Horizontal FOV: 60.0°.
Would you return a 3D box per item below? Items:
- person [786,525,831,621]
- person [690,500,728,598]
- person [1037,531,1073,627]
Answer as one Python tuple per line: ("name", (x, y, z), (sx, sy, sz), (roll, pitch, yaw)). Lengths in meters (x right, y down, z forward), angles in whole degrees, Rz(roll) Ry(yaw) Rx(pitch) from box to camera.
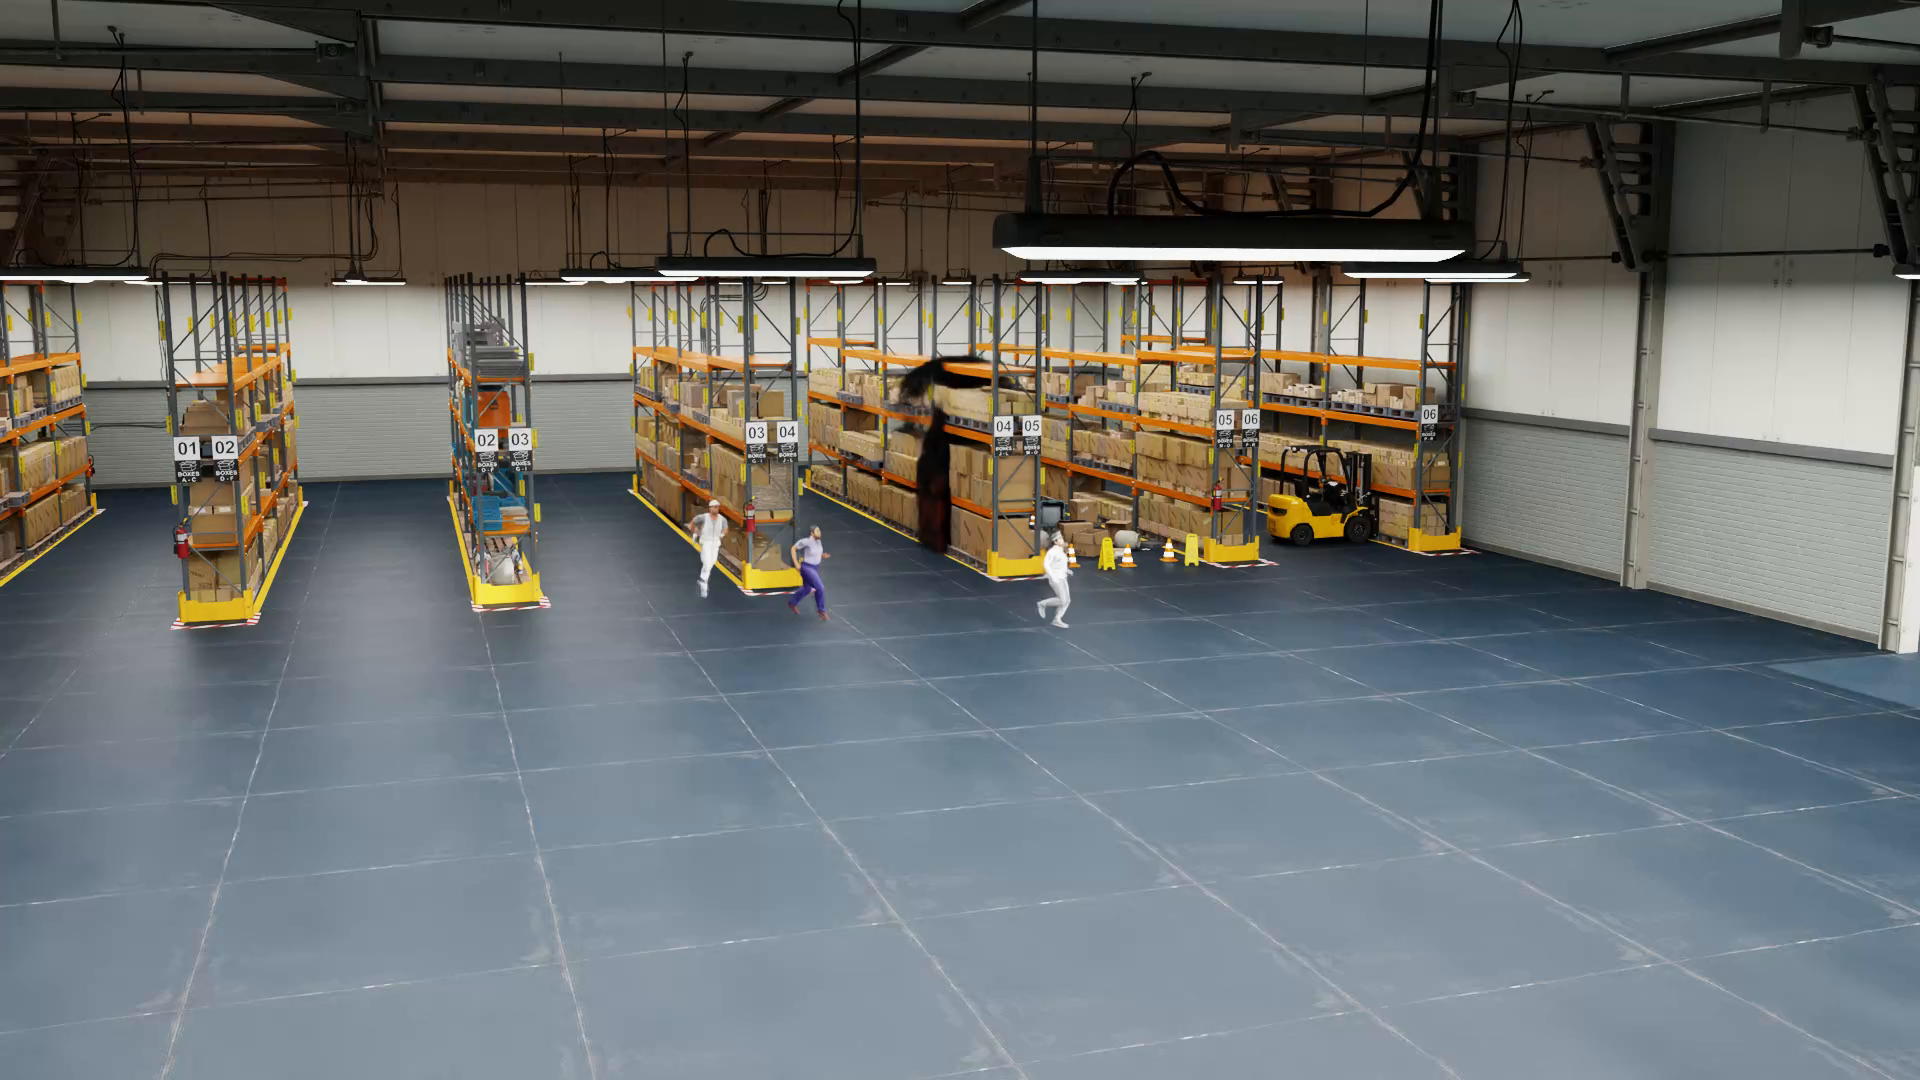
("person", (-2.647, 0.568, 28.988), (0.891, 1.694, 0.627), (4, 9, 23))
("person", (-4.719, 0.125, 31.377), (0.685, 1.794, 0.843), (-5, 10, -31))
("person", (1.624, 0.659, 28.328), (0.550, 1.663, 0.658), (4, 9, 25))
